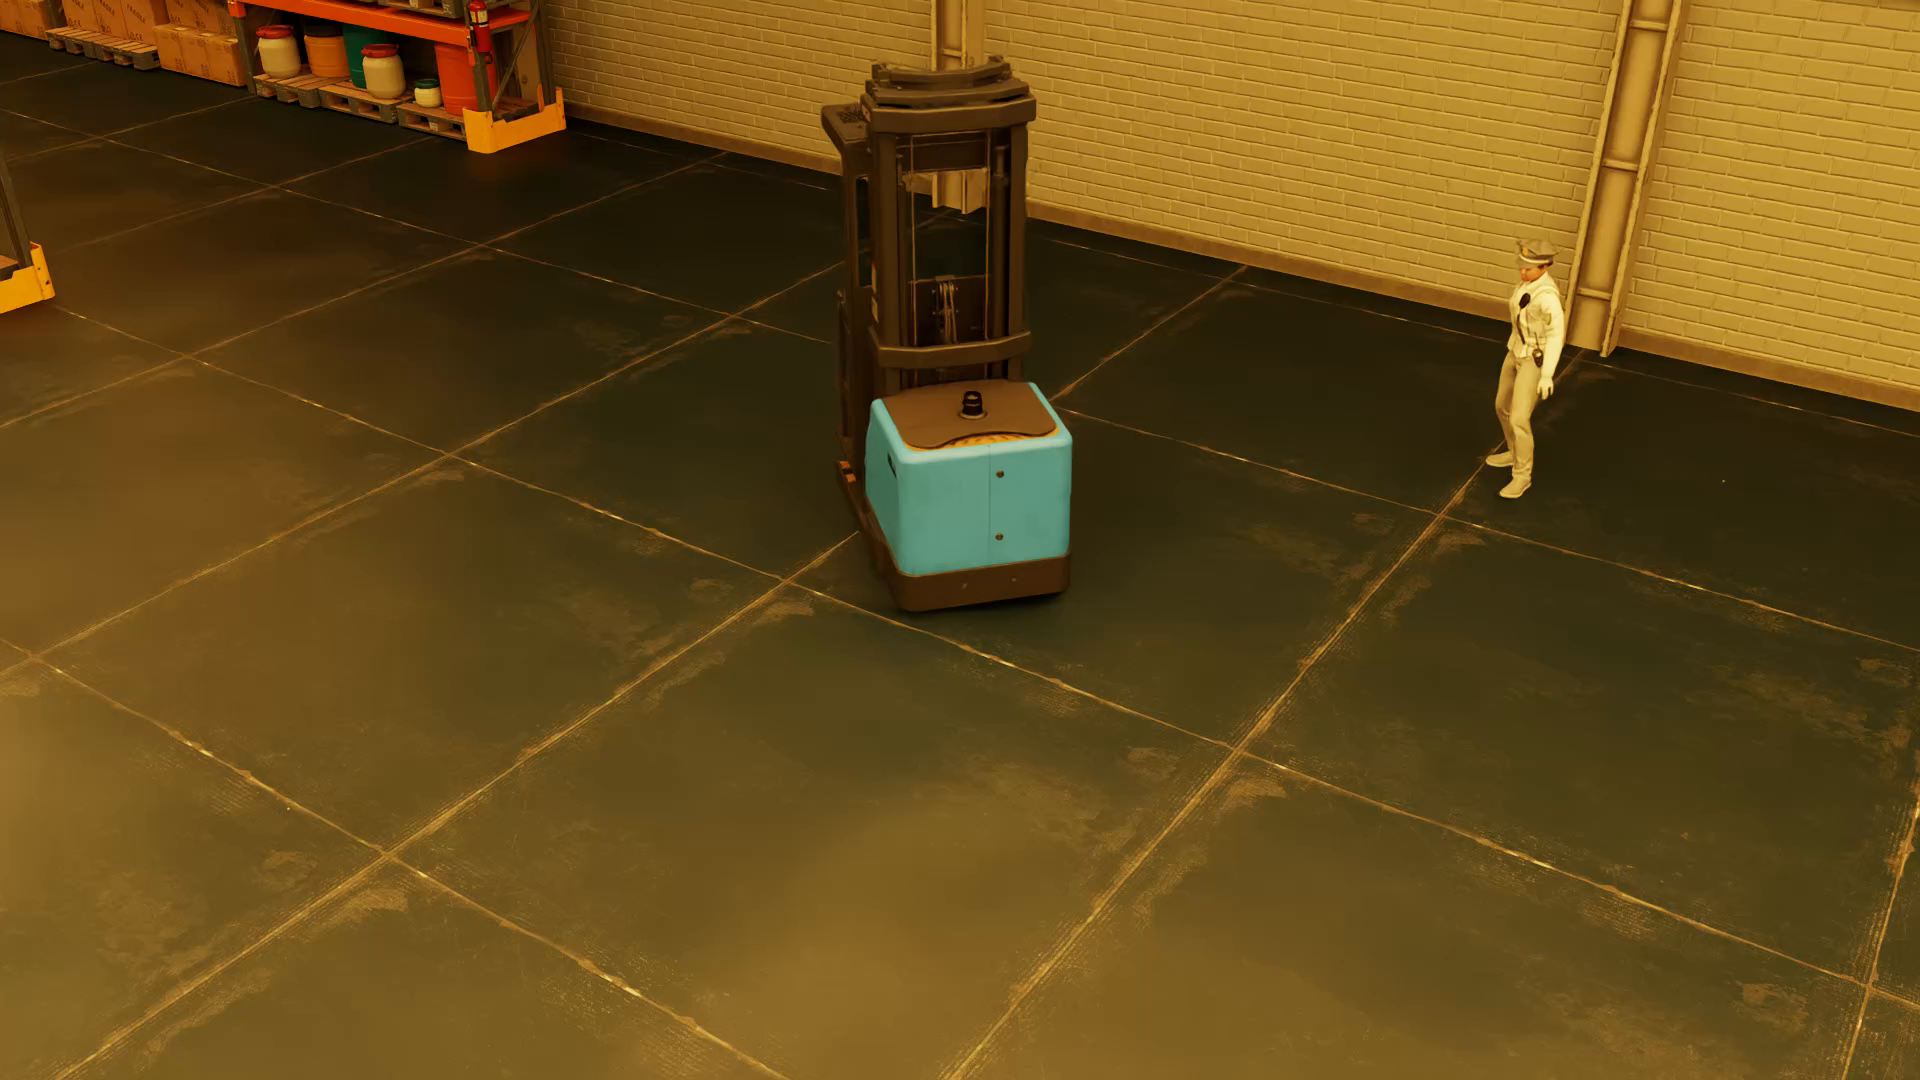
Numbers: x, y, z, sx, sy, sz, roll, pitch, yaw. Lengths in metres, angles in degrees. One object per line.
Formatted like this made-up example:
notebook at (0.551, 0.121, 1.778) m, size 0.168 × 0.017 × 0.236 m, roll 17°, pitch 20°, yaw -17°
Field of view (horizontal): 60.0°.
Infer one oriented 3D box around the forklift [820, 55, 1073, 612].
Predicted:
forklift at (-0.210, -1.579, 10.301) m, size 1.130 × 2.935 × 3.031 m, roll -7°, pitch 31°, yaw -13°

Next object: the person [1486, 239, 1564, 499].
person at (3.714, -1.166, 10.888) m, size 0.376 × 1.638 × 0.780 m, roll -2°, pitch 30°, yaw -3°
